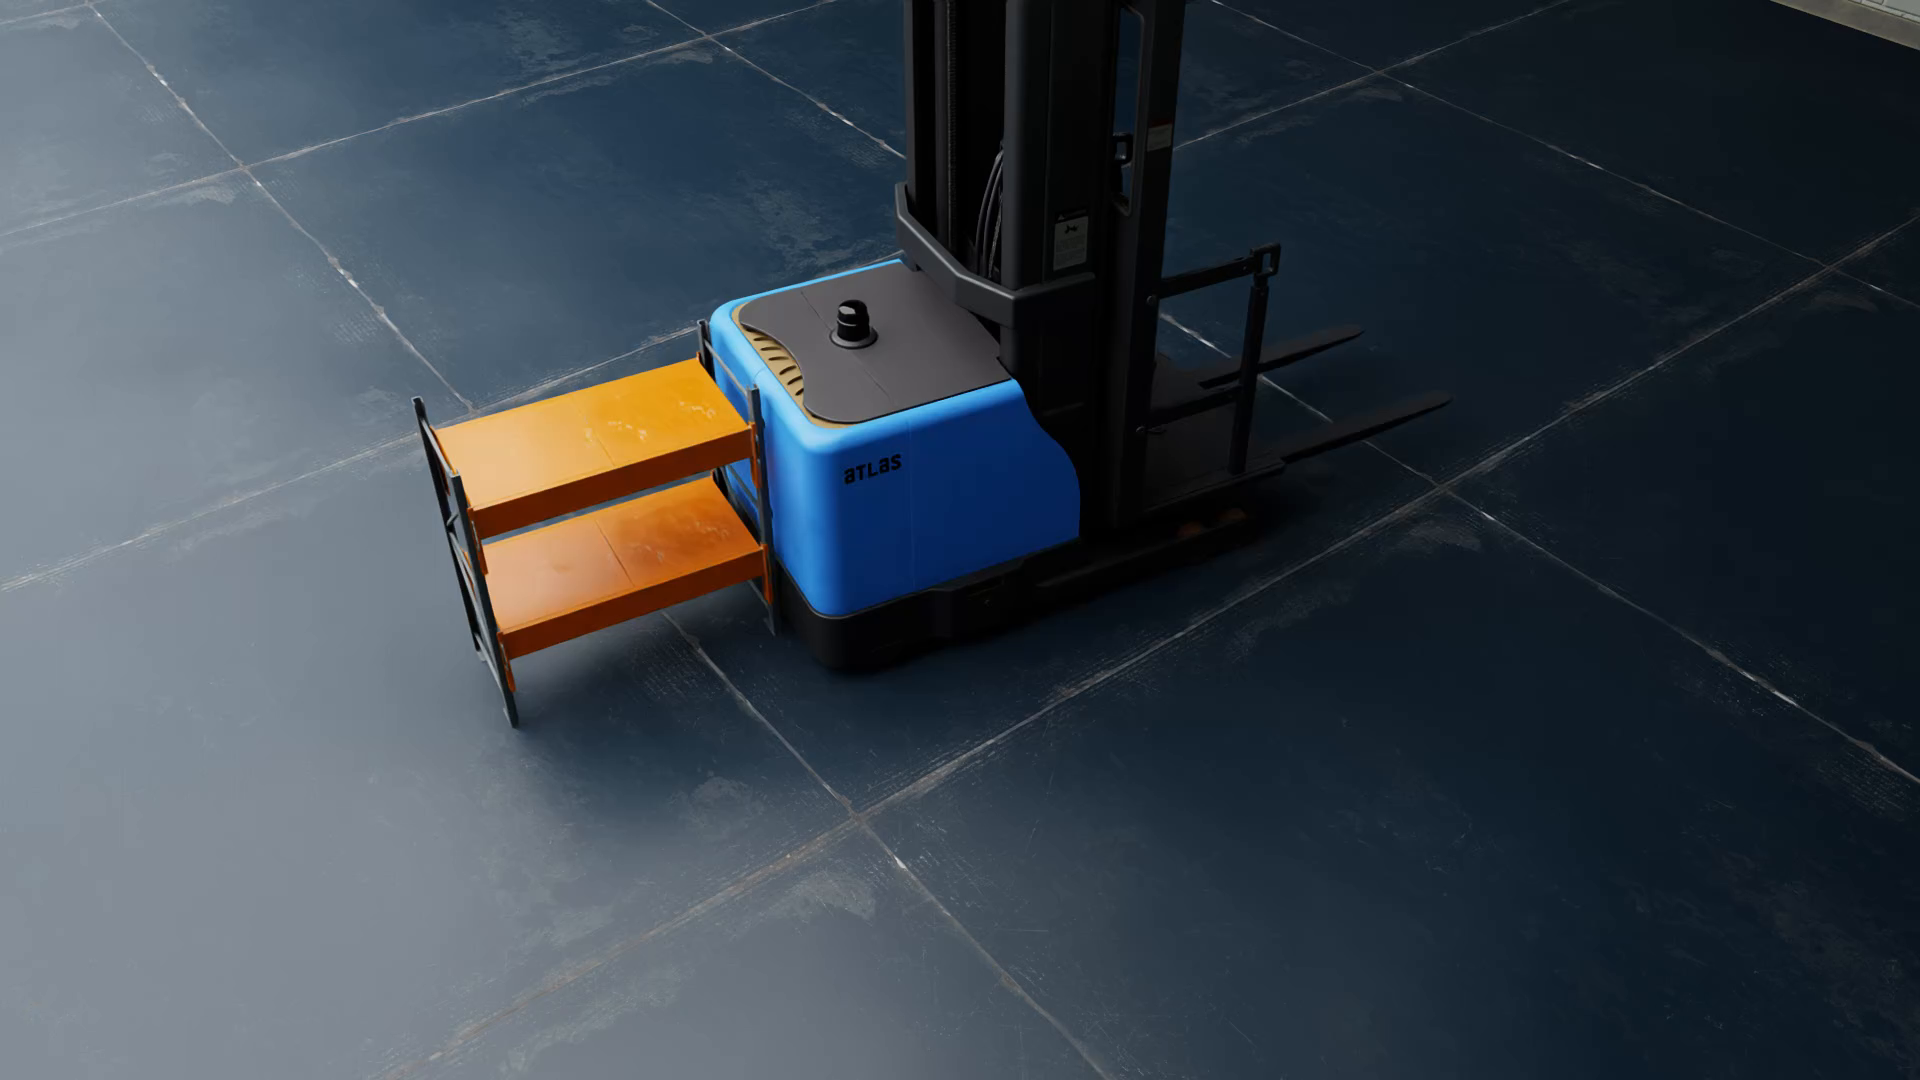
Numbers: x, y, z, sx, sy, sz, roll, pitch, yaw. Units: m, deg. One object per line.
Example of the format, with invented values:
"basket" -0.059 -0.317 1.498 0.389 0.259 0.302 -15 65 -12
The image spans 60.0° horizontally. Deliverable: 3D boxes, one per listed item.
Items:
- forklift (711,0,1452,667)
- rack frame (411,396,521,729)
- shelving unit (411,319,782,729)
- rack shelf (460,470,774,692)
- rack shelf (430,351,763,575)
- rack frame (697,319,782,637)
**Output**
"forklift" 0.619 -1.321 6.050 3.031 2.935 1.130 -18 43 -21
"rack frame" -1.701 0.096 5.746 0.032 1.125 0.500 -19 43 -22
"shelving unit" -1.254 -0.058 5.933 1.048 1.125 0.538 -19 43 -22
"rack shelf" -1.254 0.131 6.088 1.000 0.278 0.538 -19 43 -22
"rack shelf" -1.254 -0.284 5.748 1.000 0.278 0.538 -19 43 -22
"rack frame" -0.807 -0.211 6.121 0.032 1.125 0.500 -19 43 -22
